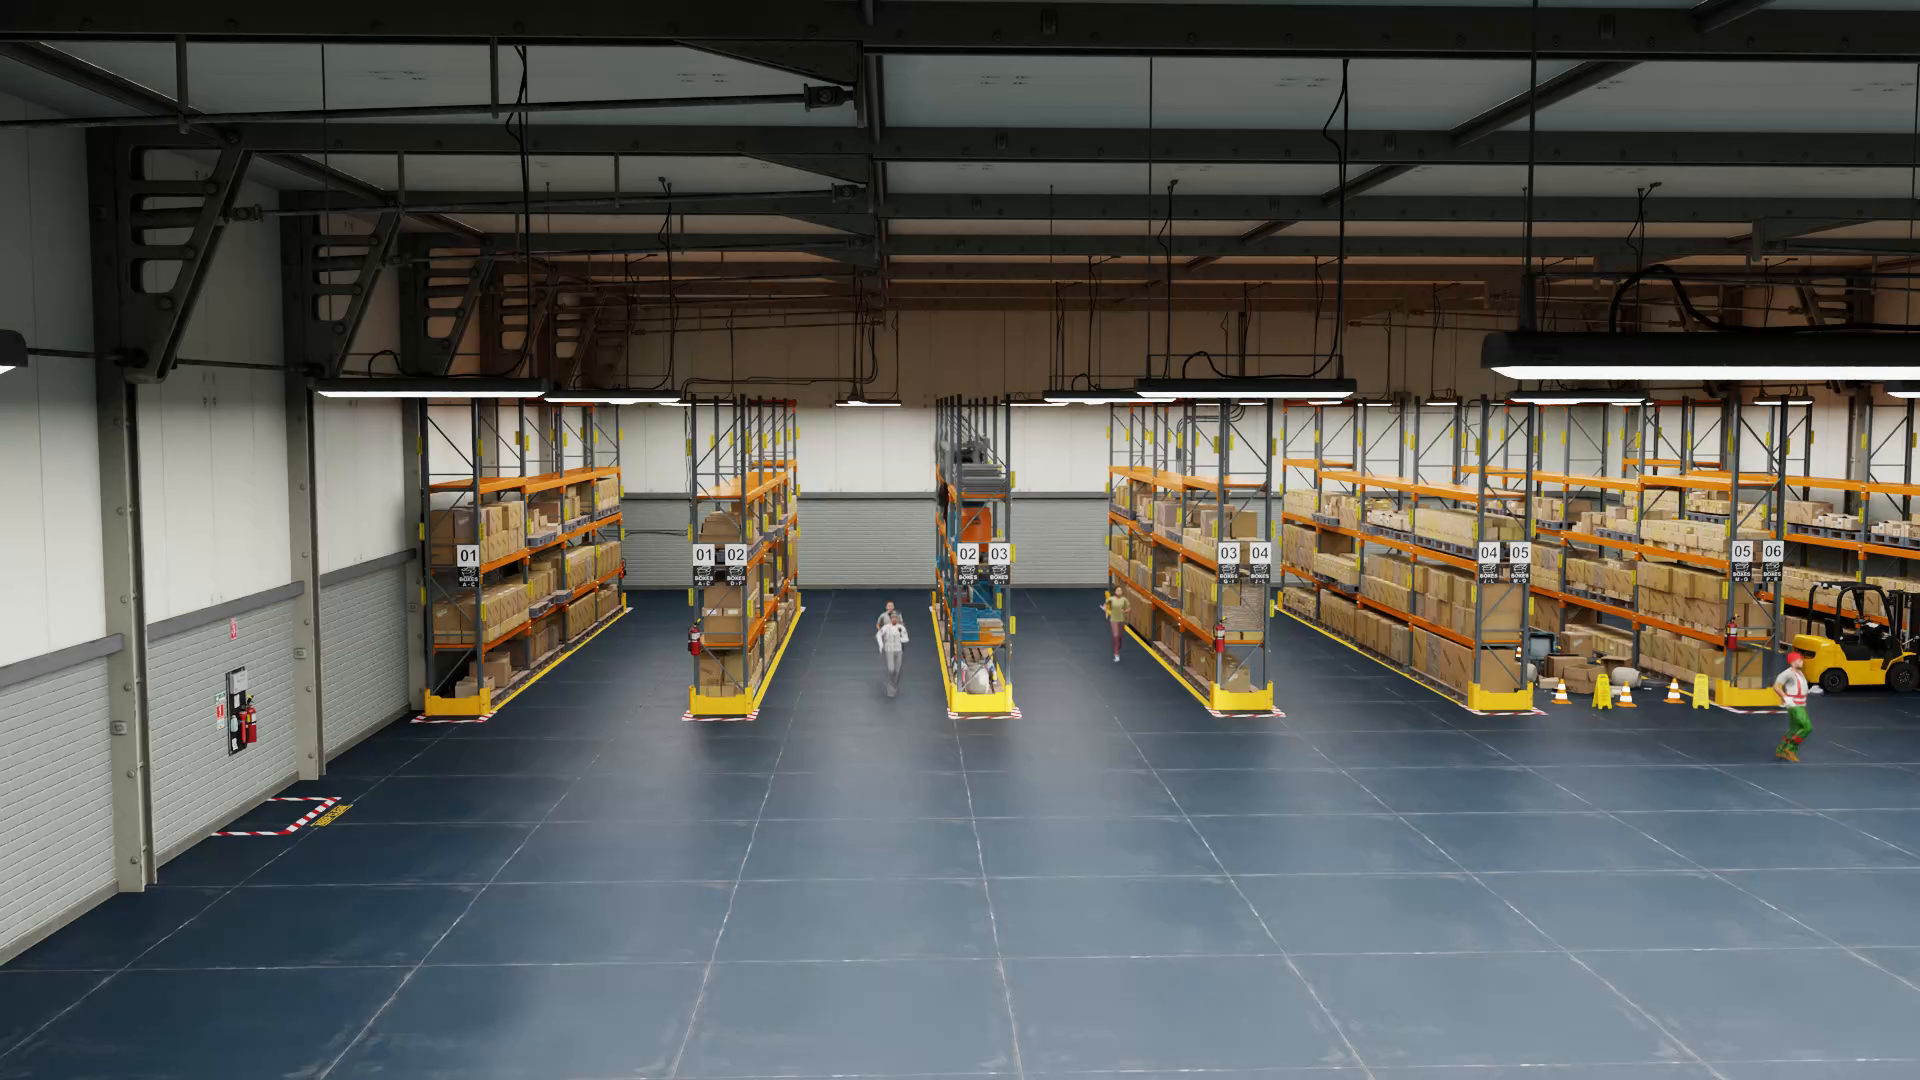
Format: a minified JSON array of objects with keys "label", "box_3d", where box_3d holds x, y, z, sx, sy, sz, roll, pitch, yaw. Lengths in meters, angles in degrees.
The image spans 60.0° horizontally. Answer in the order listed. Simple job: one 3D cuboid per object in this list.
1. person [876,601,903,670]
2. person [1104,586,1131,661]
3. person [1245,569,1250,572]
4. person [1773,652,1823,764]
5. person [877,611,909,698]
[{"label":"person","box_3d":[-1.506,2.105,35.617,0.582,1.635,0.565,0,4,-2]},{"label":"person","box_3d":[3.618,1.874,38.013,0.578,1.680,0.882,-1,5,-6]},{"label":"person","box_3d":[7.978,1.213,46.467,0.641,1.691,0.705,0,4,0]},{"label":"person","box_3d":[13.578,2.718,26.933,0.655,1.796,0.637,4,6,41]},{"label":"person","box_3d":[-1.323,2.271,33.188,0.576,1.749,0.719,-1,5,-17]}]
